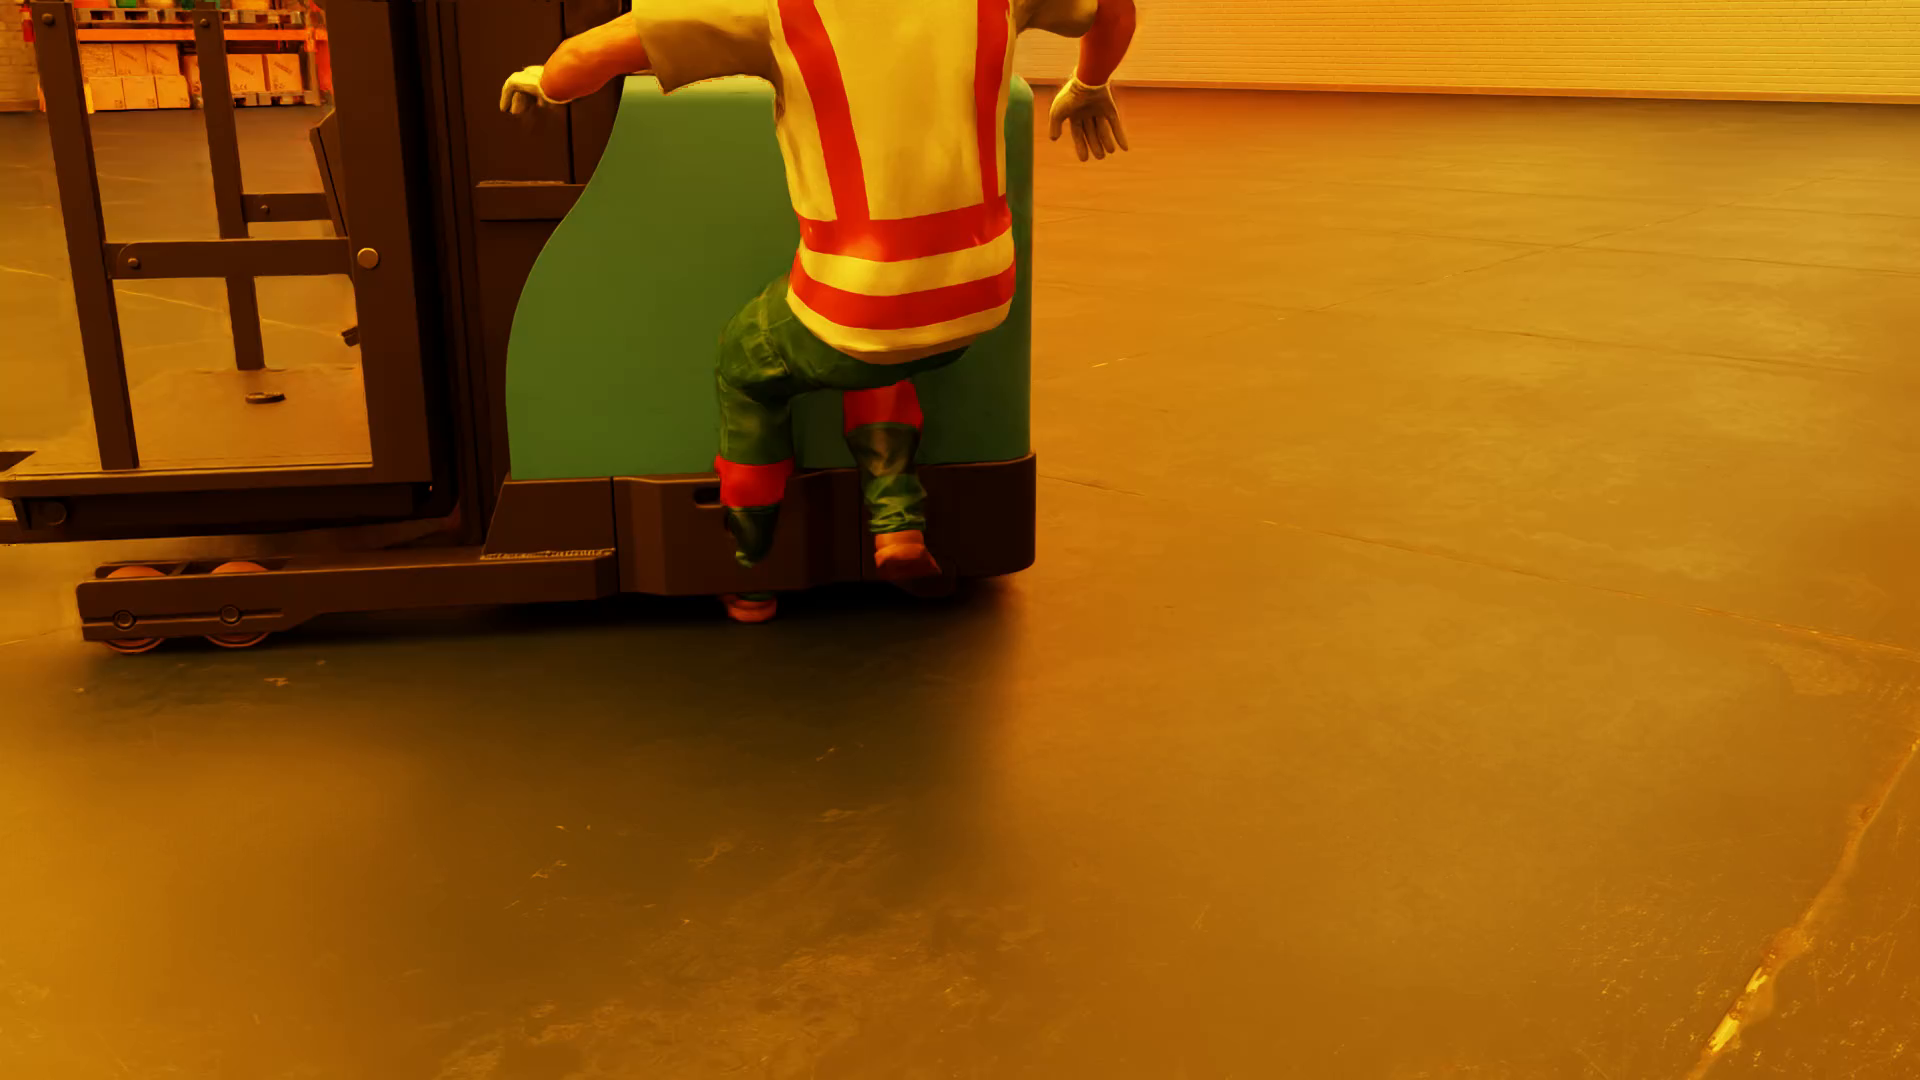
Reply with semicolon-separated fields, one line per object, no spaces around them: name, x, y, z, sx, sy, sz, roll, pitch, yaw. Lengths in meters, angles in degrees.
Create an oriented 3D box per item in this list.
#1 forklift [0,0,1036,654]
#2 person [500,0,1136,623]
forklift;-1.403;-1.347;3.335;3.031;2.935;1.130;-3;17;-8
person;-0.217;-0.559;3.115;1.136;1.564;0.863;-9;19;-28
